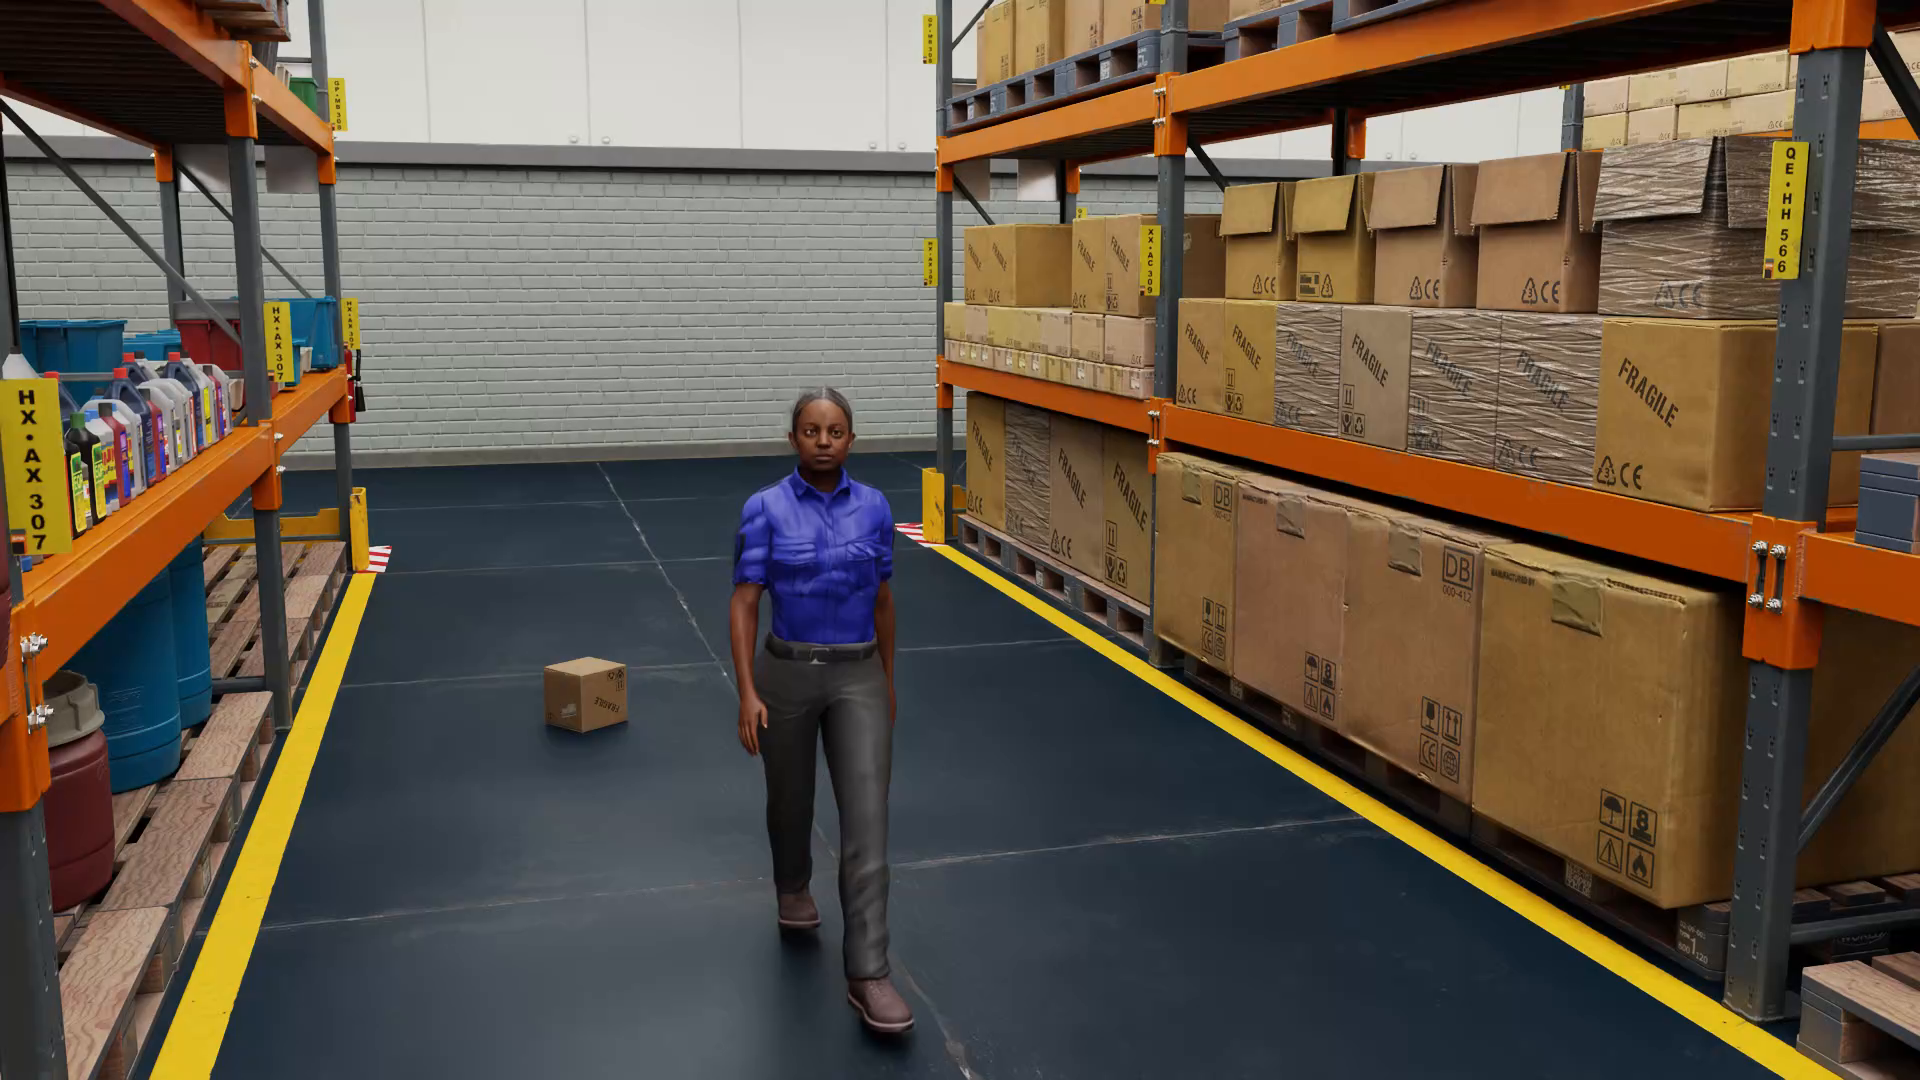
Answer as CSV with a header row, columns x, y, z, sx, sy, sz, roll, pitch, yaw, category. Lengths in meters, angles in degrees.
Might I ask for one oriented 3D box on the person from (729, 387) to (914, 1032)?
x,y,z,sx,sy,sz,roll,pitch,yaw,category
-0.376,0.395,4.465,0.475,1.595,0.989,-2,10,-12,person
